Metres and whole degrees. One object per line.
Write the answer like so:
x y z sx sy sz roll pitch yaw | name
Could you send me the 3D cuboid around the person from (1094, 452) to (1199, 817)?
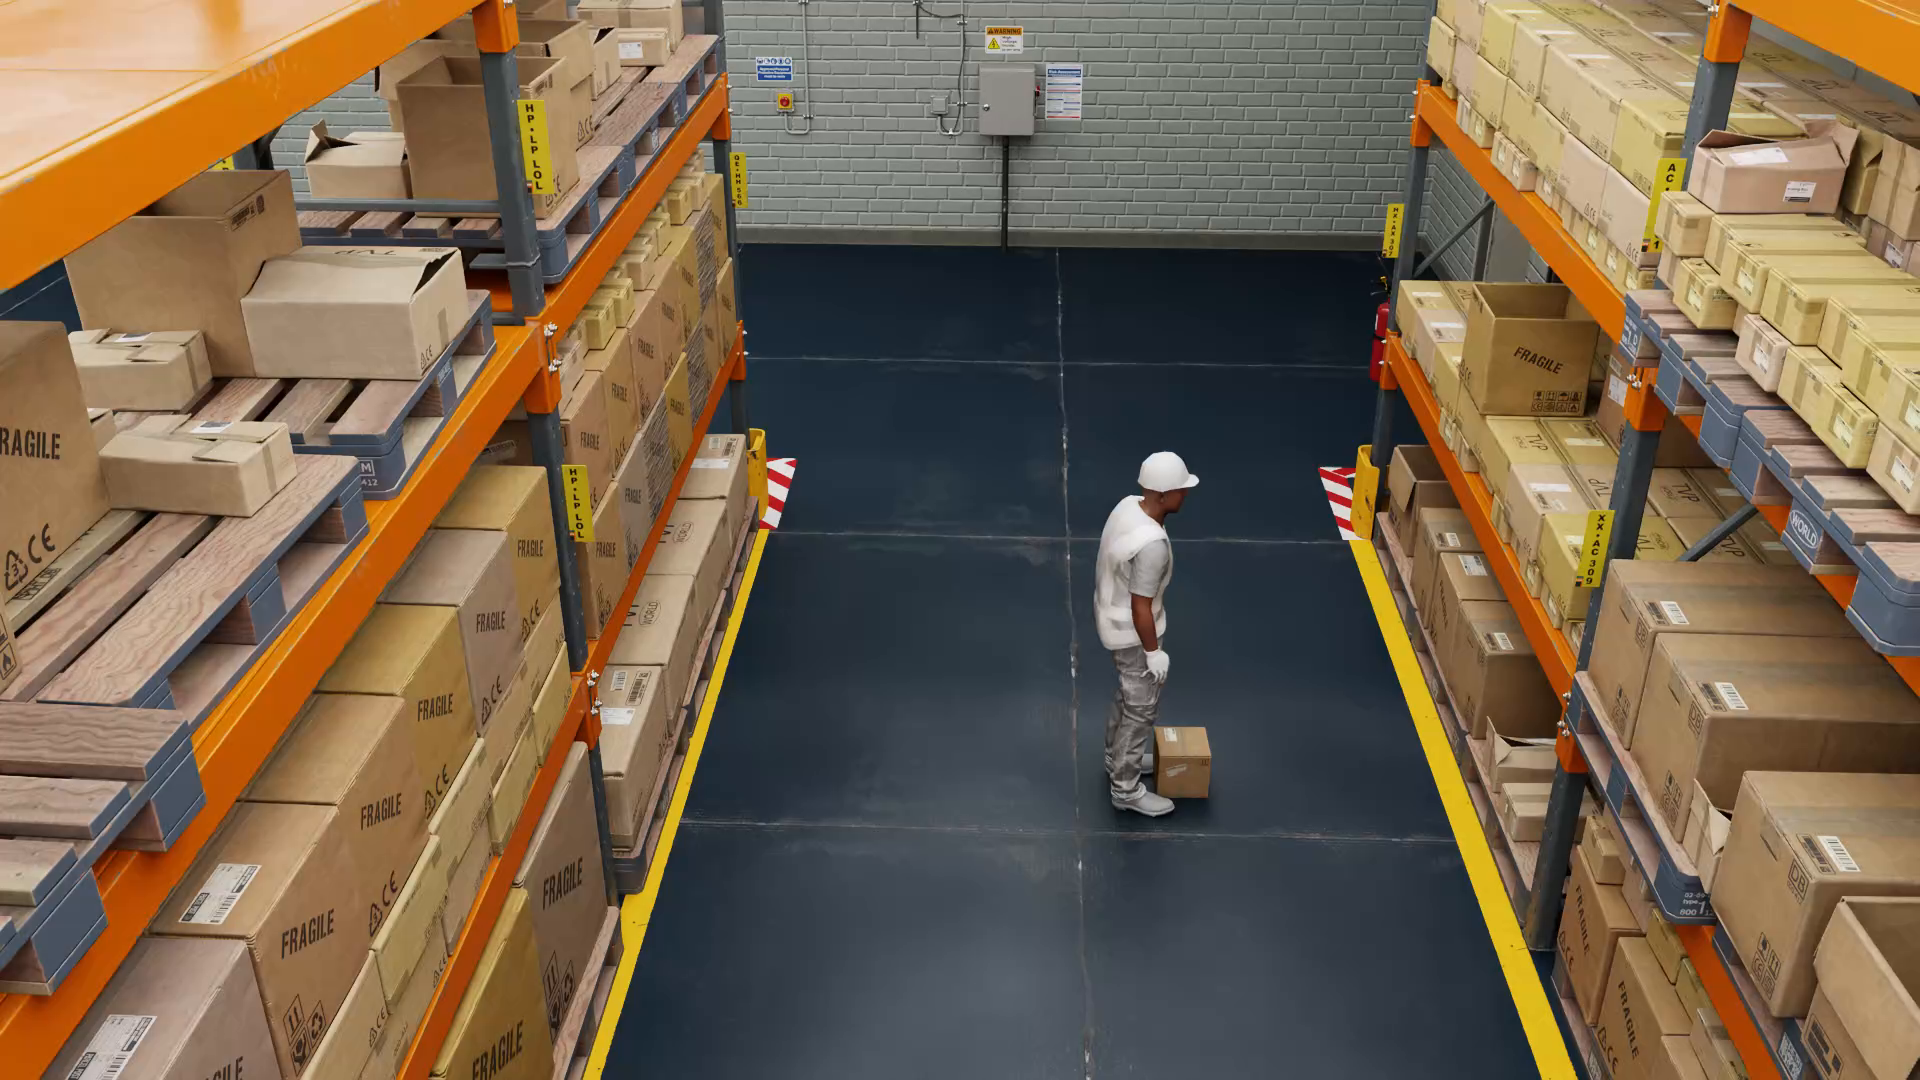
0.855 0.414 7.819 0.443 1.776 0.625 0 28 -1 | person
